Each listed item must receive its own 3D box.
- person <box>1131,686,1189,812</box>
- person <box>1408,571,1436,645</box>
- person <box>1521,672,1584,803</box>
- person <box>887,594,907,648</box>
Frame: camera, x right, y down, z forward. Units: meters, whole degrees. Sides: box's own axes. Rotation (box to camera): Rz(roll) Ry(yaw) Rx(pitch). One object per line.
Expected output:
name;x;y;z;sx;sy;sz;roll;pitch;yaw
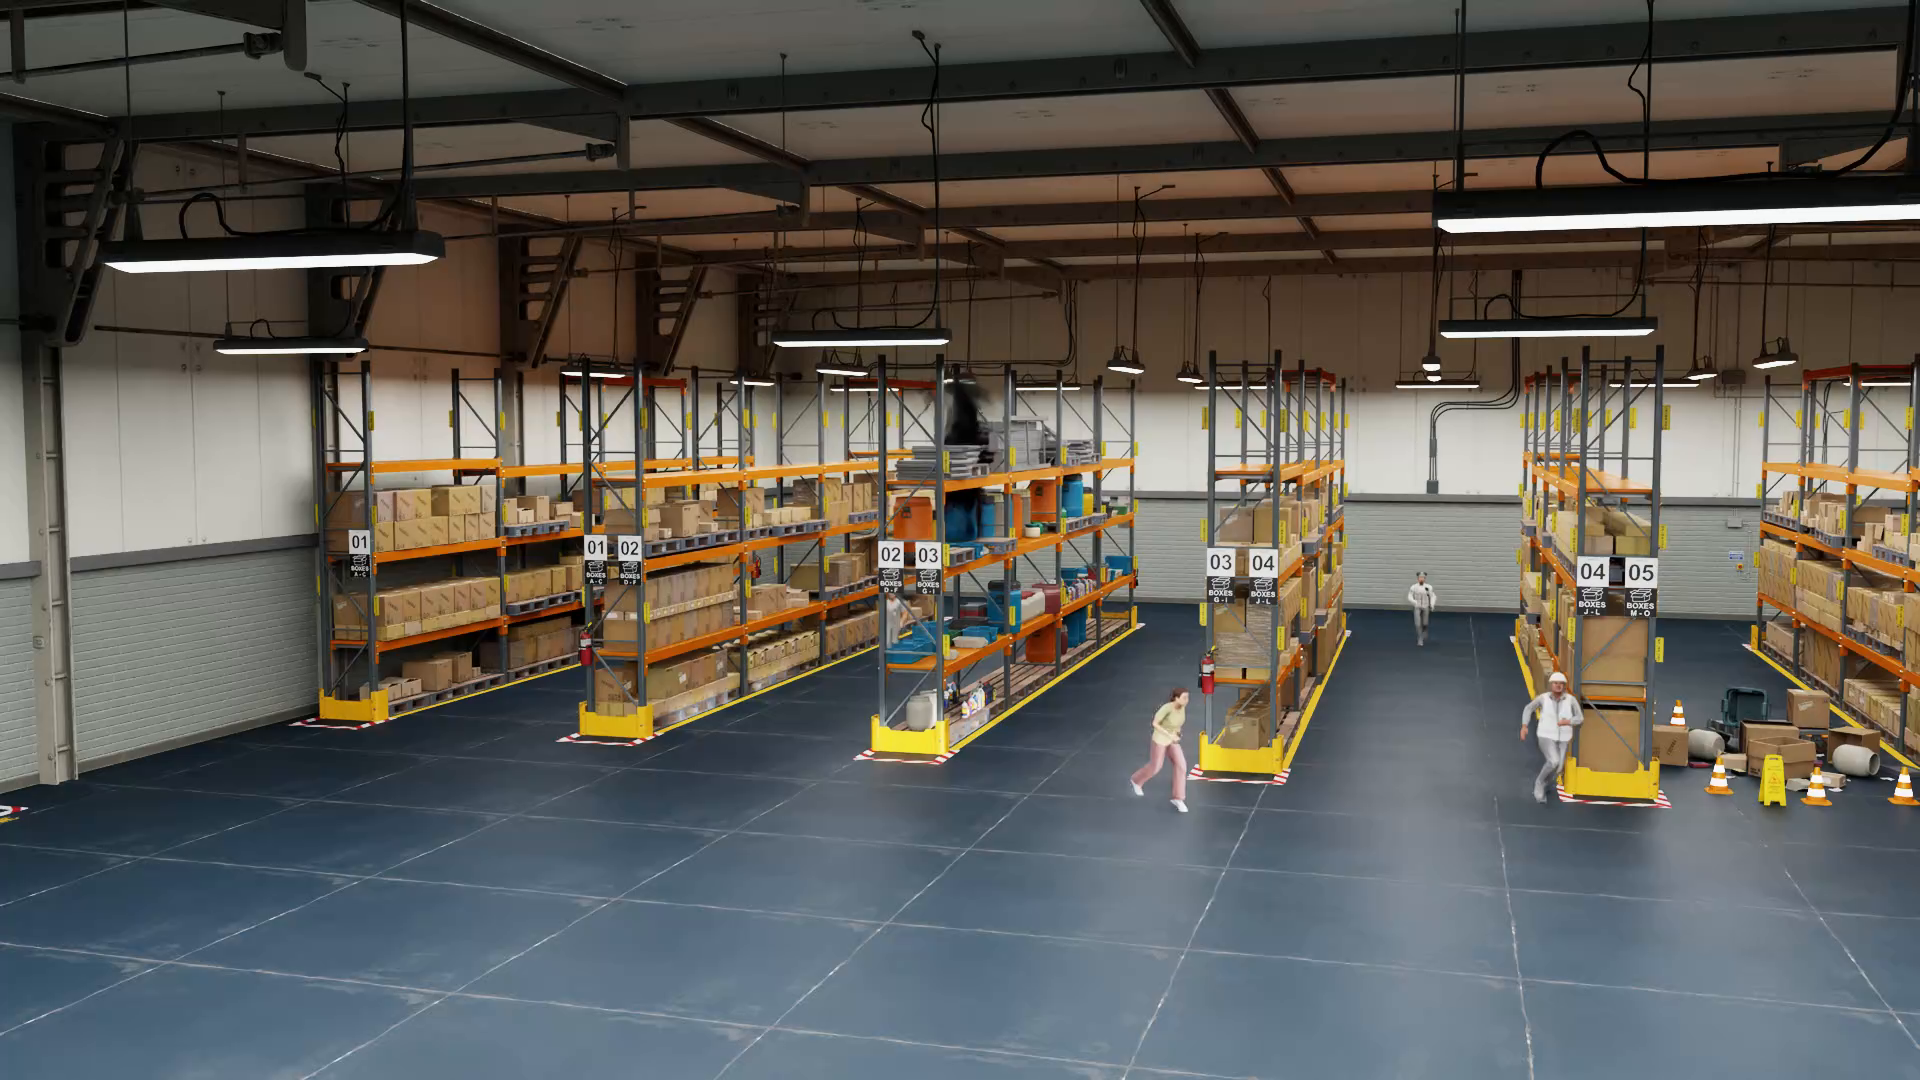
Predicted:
person;2.618;2.675;21.691;0.614;1.626;1.005;-4;6;-44
person;10.328;1.527;37.199;0.612;1.658;0.548;1;4;15
person;7.759;2.589;21.738;0.718;1.734;0.639;0;4;-3
person;-1.365;1.774;33.952;0.565;1.633;0.599;1;4;13
